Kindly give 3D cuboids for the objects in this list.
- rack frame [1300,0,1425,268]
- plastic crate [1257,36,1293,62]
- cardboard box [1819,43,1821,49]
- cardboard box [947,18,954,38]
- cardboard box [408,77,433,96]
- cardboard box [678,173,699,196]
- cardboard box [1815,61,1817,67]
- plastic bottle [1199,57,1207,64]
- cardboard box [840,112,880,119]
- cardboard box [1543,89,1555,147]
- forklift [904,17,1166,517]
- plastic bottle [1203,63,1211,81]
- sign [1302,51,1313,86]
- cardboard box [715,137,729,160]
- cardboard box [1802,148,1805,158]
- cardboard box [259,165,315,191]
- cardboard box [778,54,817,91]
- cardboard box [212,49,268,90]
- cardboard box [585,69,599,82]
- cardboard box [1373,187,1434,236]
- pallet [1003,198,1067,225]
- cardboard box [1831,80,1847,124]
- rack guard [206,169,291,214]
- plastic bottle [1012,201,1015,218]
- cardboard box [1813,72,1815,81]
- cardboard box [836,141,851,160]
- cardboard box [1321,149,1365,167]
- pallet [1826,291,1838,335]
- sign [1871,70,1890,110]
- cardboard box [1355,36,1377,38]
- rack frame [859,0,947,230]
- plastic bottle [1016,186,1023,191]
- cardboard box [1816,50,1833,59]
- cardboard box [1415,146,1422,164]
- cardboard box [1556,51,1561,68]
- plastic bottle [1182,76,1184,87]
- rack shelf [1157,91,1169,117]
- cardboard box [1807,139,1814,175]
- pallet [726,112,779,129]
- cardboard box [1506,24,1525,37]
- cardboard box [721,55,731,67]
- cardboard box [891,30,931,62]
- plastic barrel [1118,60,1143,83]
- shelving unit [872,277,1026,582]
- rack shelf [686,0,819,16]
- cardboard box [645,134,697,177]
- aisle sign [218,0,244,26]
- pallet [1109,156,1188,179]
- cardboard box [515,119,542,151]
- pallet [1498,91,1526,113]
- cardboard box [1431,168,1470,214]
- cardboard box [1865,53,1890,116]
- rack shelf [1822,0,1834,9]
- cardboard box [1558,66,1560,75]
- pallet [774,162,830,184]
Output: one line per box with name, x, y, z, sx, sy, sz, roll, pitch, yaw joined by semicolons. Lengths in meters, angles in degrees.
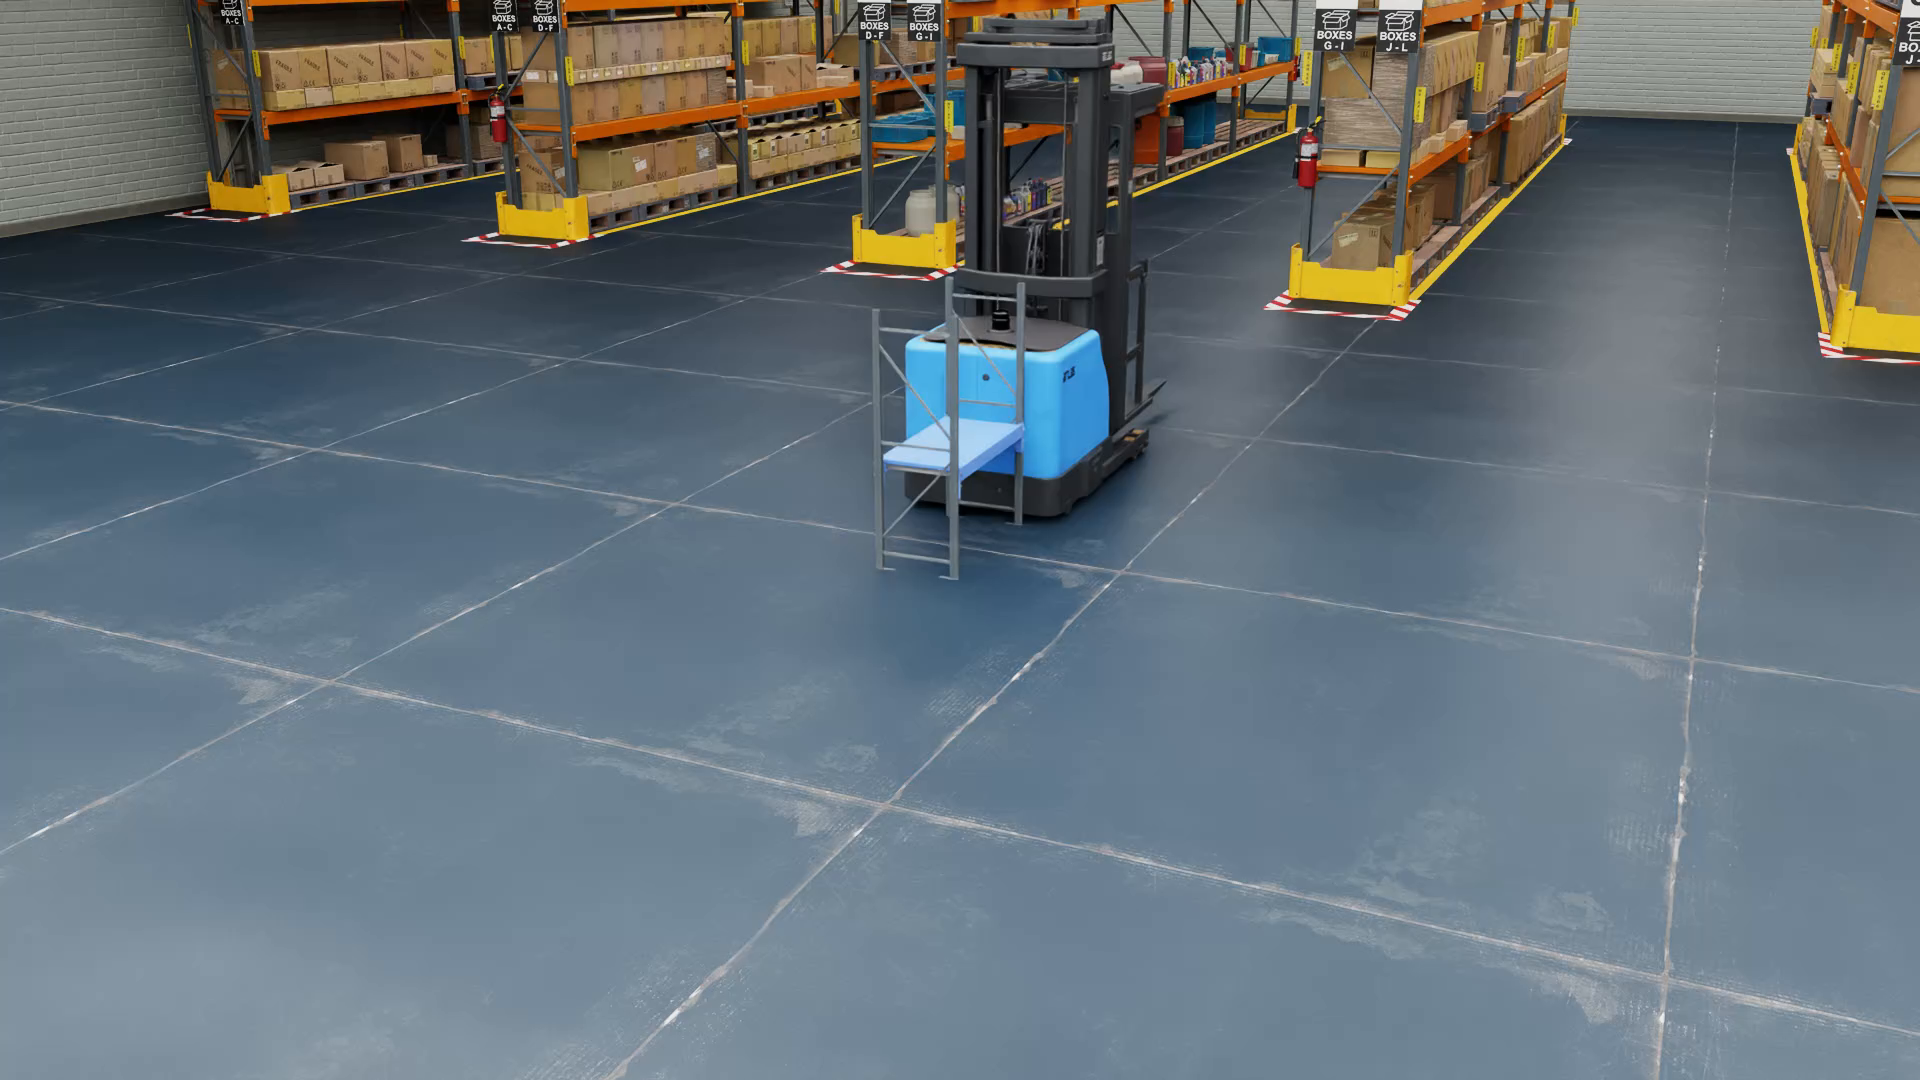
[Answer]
rack frame;3.900;-3.834;16.273;1.000;3.000;0.127;9;21;23
plastic crate;5.967;-9.322;31.561;0.616;0.435;0.499;9;21;23
cardboard box;13.657;-7.475;25.918;0.500;0.500;0.500;8;21;22
cardboard box;-0.251;-9.571;30.763;0.500;0.500;0.500;9;21;23
cardboard box;-8.148;-6.697;24.517;0.500;0.250;0.500;9;21;23
cardboard box;-3.893;-4.841;22.583;0.500;0.250;0.500;9;21;23
cardboard box;12.507;-6.795;23.903;0.380;0.149;0.250;9;22;24
plastic bottle;4.011;-7.796;27.488;0.144;0.351;0.185;9;21;23
cardboard box;-1.691;-6.988;28.215;0.500;0.500;0.500;9;22;25
cardboard box;9.526;-7.165;28.184;0.875;0.875;0.875;9;21;23
forklift;0.685;-1.980;11.162;1.130;2.935;3.031;8;21;21
plastic bottle;4.018;-7.652;27.193;0.152;0.276;0.135;9;21;23
sign;3.402;-4.611;16.257;0.100;0.325;0.005;9;21;23
cardboard box;-3.594;-5.747;24.292;0.500;0.311;0.500;9;21;23
cardboard box;13.571;-6.129;26.353;0.380;0.149;0.250;9;21;23
cardboard box;-9.291;-5.013;22.943;0.500;0.311;0.500;6;20;17
cardboard box;-2.532;-7.172;25.510;0.500;0.500;0.500;7;21;20
cardboard box;-9.658;-6.338;22.390;0.500;0.500;0.500;8;21;22
cardboard box;-4.673;-5.719;20.455;0.380;0.149;0.250;8;21;21
cardboard box;5.110;-3.784;19.236;0.500;0.500;0.500;17;26;40
pallet;0.707;-4.223;21.528;1.003;0.211;1.213;9;21;23
cardboard box;11.024;-5.359;20.412;0.500;0.500;0.500;8;21;22
rack guard;-9.626;-4.719;22.491;1.175;0.500;0.348;9;21;23
plastic bottle;0.630;-4.080;20.483;0.097;0.201;0.097;0;20;0
cardboard box;12.503;-6.652;23.944;0.380;0.149;0.250;9;21;23
cardboard box;-2.061;-6.190;26.375;0.500;0.250;0.500;8;21;22
cardboard box;3.829;-3.831;16.640;0.380;0.149;0.250;9;21;23
pallet;8.640;-2.064;15.457;1.003;0.211;1.213;9;21;23
sign;7.895;-3.858;14.260;0.100;0.325;0.005;9;21;23
cardboard box;4.519;-5.152;17.894;0.500;0.500;0.500;9;21;23
rack frame;-0.618;-4.514;18.184;1.000;3.000;0.127;9;21;23
plastic bottle;0.795;-4.378;21.211;0.152;0.276;0.135;9;21;23
cardboard box;12.608;-7.007;24.056;0.380;0.149;0.250;9;22;24
cardboard box;4.470;-3.918;16.885;0.380;0.149;0.250;9;21;23
cardboard box;9.870;-8.140;28.160;0.500;0.250;0.500;9;21;23
plastic bottle;3.446;-7.167;25.943;0.097;0.201;0.097;0;20;0
rack shelf;1.839;-6.009;23.462;1.077;0.370;4.000;9;21;23
cardboard box;12.753;-5.622;24.403;0.500;0.500;0.500;9;22;25
pallet;-4.360;-8.449;33.412;1.003;0.211;1.213;9;21;23
cardboard box;7.760;-7.219;24.146;0.797;0.503;0.637;9;22;24
cardboard box;-3.414;-6.657;23.095;0.380;0.149;0.250;9;21;23
cardboard box;-0.889;-8.559;28.784;0.700;0.500;0.500;3;20;9
plastic barrel;2.431;-6.668;24.075;0.421;0.512;0.421;0;20;0
shelving unit;-0.047;-0.667;9.606;0.538;1.500;1.048;8;21;21
rack shelf;-2.679;-8.103;24.874;1.077;0.370;4.000;9;21;23
cardboard box;-3.905;-5.197;22.462;0.500;0.500;0.500;9;21;23
aisle sign;-9.412;-7.035;21.393;0.394;0.787;0.004;9;21;23
pallet;2.942;-5.892;26.222;1.003;0.211;1.213;9;21;23
cardboard box;-7.321;-6.668;27.315;0.700;0.500;0.500;9;21;23
pallet;6.982;-5.957;22.528;1.213;0.211;1.003;9;21;23
cardboard box;6.022;-4.414;20.979;0.700;0.500;0.500;8;21;22
cardboard box;9.164;-4.323;15.813;0.875;0.550;0.500;9;21;23
rack shelf;14.117;-8.477;25.924;1.077;0.370;4.000;9;21;23
cardboard box;10.084;-8.061;28.534;0.380;0.149;0.250;9;21;23
pallet;-2.733;-5.708;25.705;1.003;0.211;1.213;9;21;23
